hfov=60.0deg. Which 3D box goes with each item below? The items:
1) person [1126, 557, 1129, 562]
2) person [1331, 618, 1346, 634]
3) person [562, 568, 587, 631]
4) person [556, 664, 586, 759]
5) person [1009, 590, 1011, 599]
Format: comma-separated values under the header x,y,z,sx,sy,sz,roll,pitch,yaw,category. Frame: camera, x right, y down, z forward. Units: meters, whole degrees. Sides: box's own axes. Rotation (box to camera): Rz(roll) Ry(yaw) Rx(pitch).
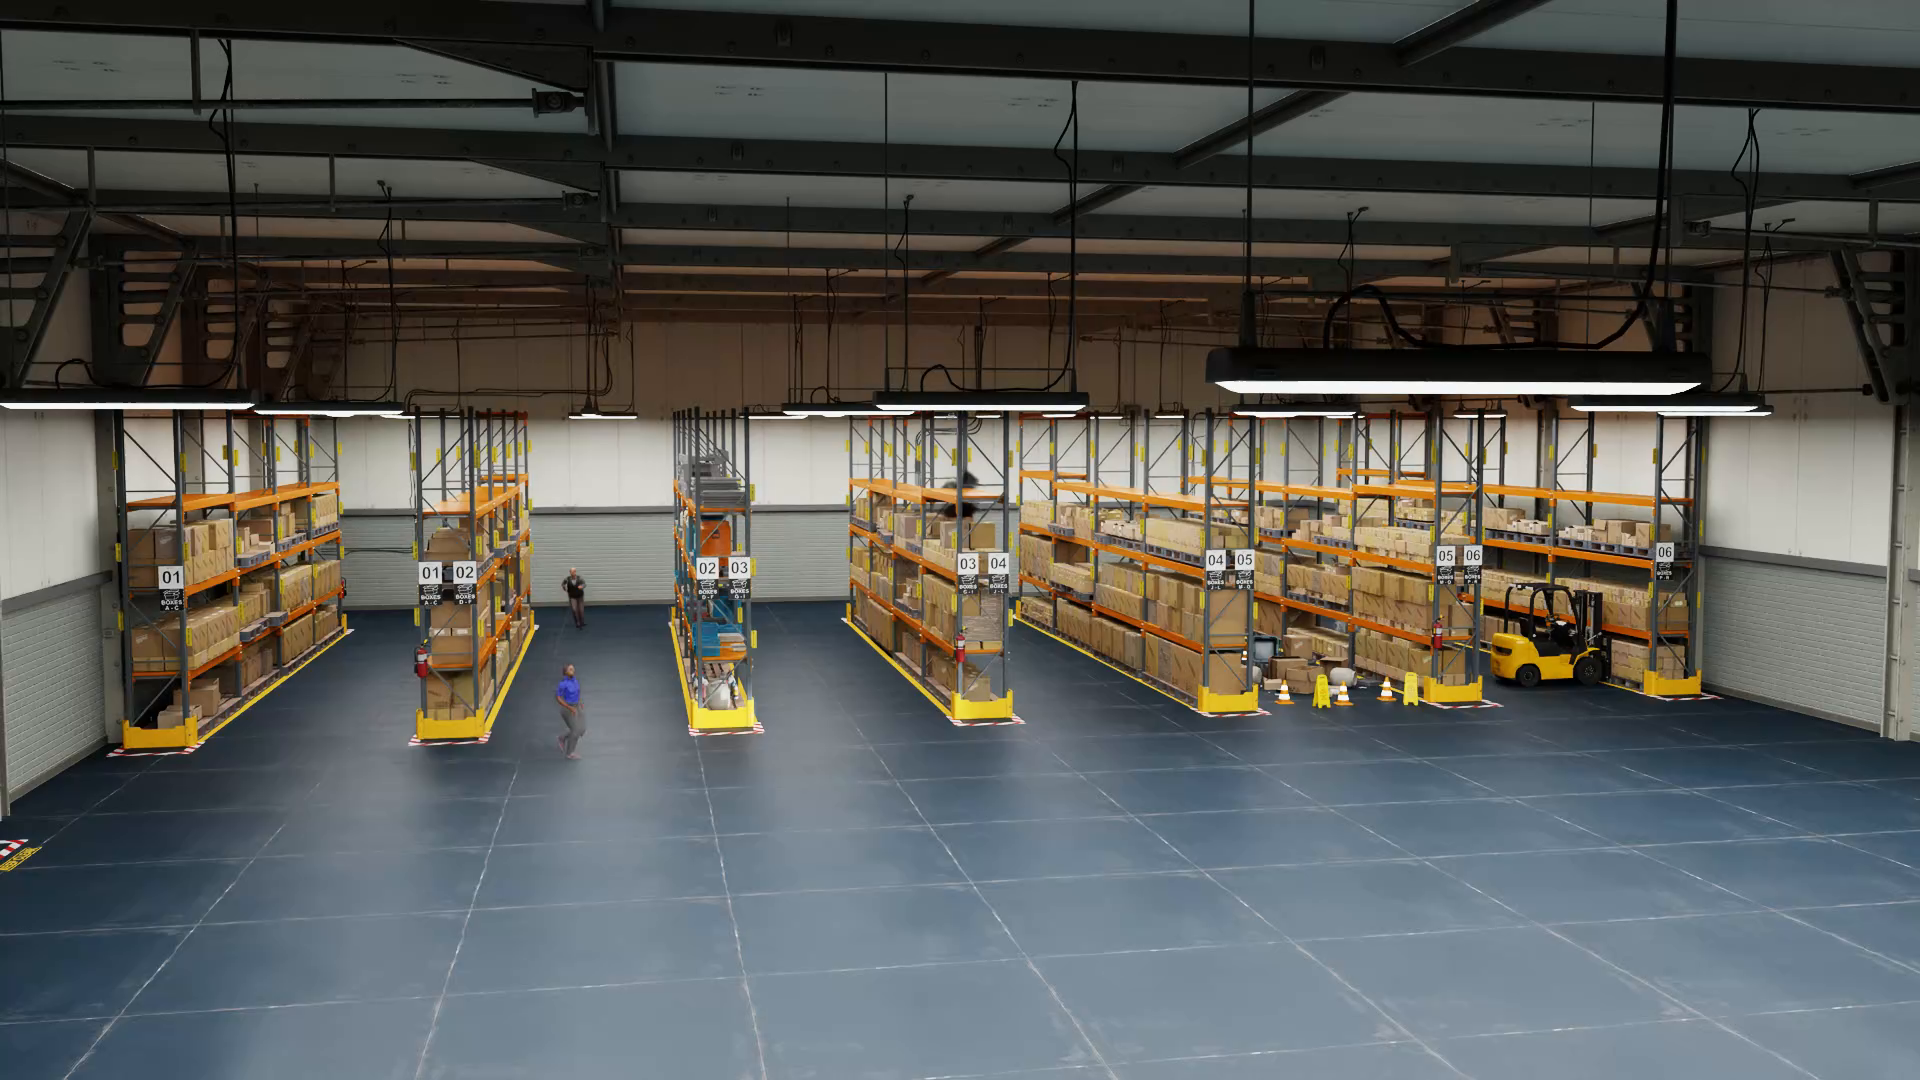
x,y,z,sx,sy,sz,roll,pitch,yaw,category
5.174,1.258,50.616,0.938,1.685,0.575,-1,4,-15,person
10.240,1.726,44.743,0.599,1.610,0.645,-1,4,-13,person
-10.629,1.621,45.914,0.654,1.741,0.764,-2,4,-24,person
-6.666,2.910,28.340,0.511,1.624,0.576,1,4,20,person
1.099,1.706,45.180,0.607,1.679,0.893,-1,4,-9,person
